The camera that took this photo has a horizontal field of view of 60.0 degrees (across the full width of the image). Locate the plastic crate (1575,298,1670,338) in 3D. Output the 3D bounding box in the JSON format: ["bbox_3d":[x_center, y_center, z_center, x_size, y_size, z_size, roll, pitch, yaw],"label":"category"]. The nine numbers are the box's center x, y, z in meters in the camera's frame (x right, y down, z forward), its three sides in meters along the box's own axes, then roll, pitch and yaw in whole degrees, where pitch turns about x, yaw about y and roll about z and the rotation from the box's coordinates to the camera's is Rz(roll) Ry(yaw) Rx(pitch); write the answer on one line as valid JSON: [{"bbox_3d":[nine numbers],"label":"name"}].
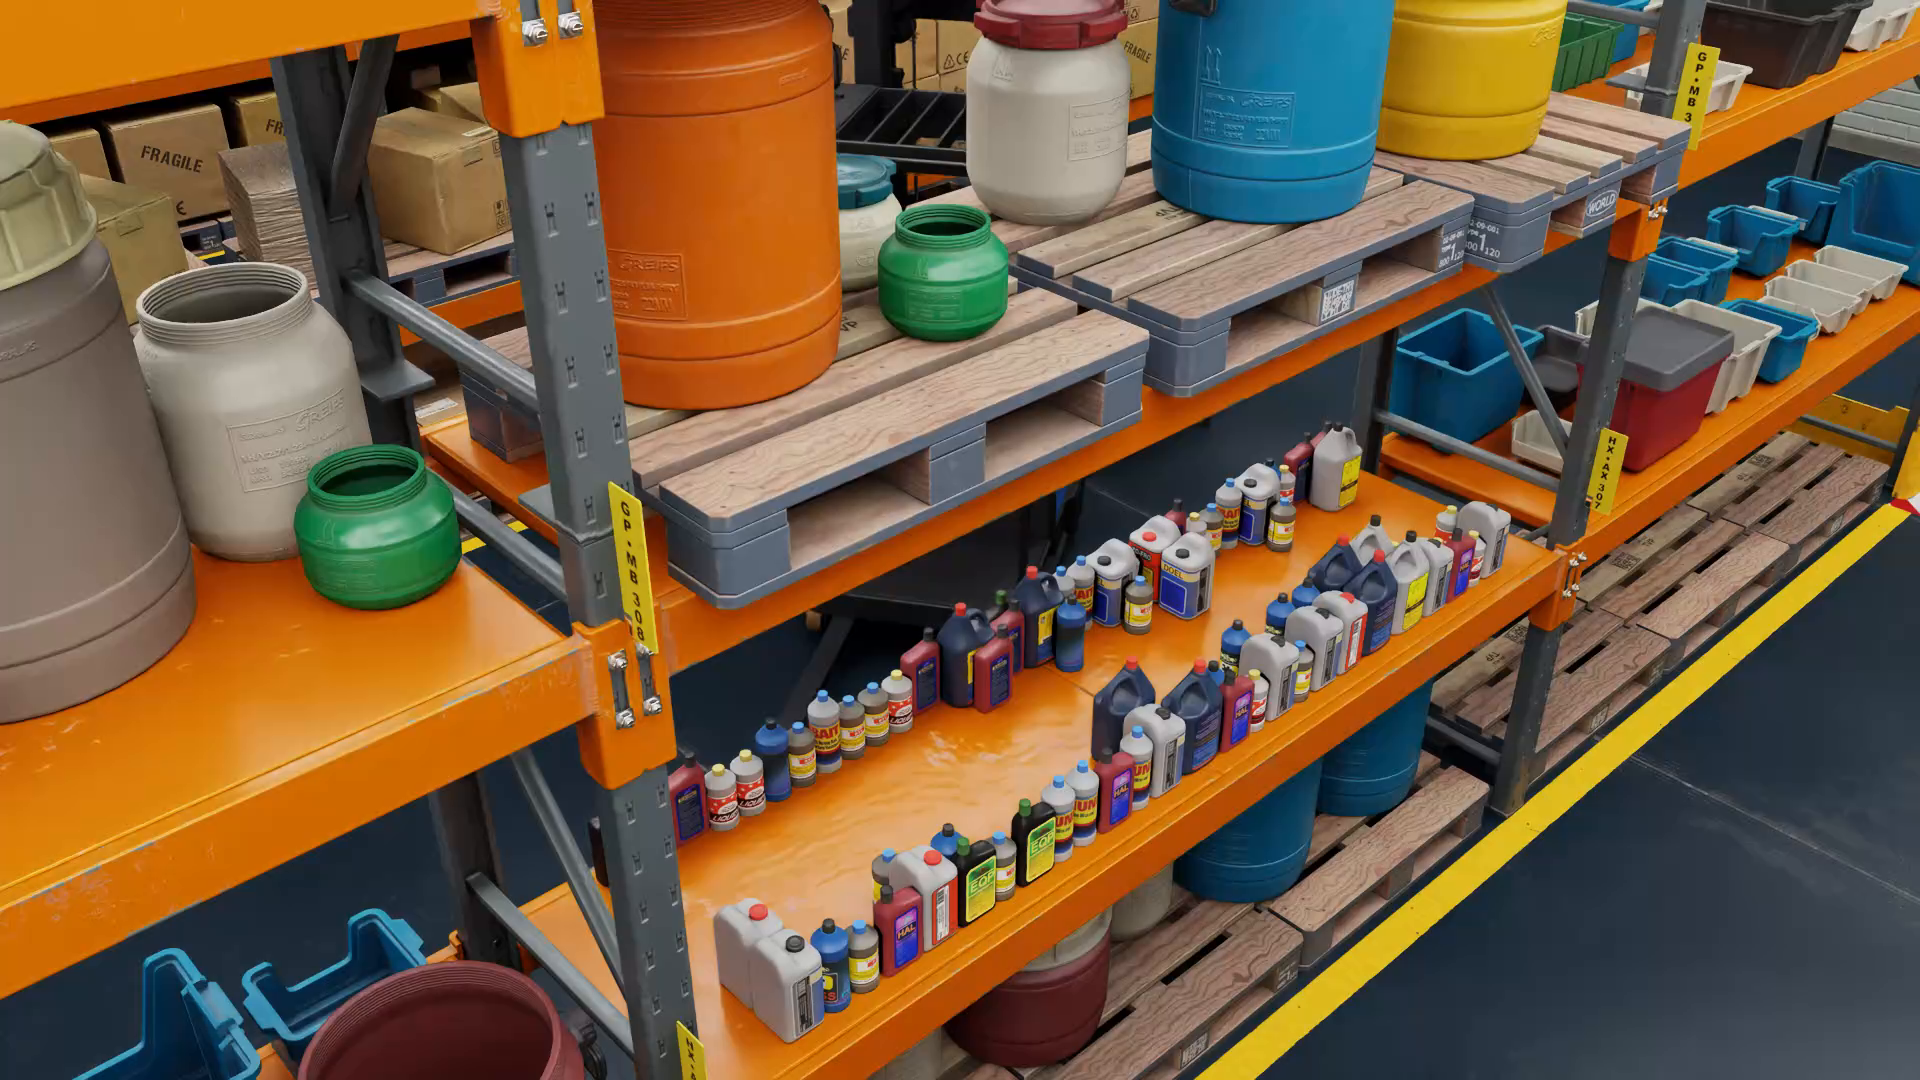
[{"bbox_3d":[3.035,-0.984,7.679,0.466,0.136,0.293,-26,40,-35],"label":"plastic crate"}]

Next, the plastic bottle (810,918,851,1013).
[{"bbox_3d":[-0.330,1.075,4.240,0.097,0.271,0.097,0,31,0],"label":"plastic bottle"}]

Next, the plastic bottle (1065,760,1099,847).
[{"bbox_3d":[0.348,0.747,4.776,0.097,0.271,0.097,0,31,0],"label":"plastic bottle"}]

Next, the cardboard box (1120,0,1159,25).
[{"bbox_3d":[1.021,-3.680,10.839,0.500,0.500,0.500,-25,39,-34],"label":"cardboard box"}]

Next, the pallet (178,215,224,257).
[{"bbox_3d":[-6.183,-2.201,12.147,1.213,0.211,1.003,-26,40,-35],"label":"pallet"}]

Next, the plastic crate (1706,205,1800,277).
[{"bbox_3d":[4.008,-1.516,8.457,0.300,0.233,0.416,-26,40,-35],"label":"plastic crate"}]

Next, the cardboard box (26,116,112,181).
[{"bbox_3d":[-6.431,-2.490,11.605,0.750,0.750,0.750,-26,40,-36],"label":"cardboard box"}]

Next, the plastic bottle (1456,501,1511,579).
[{"bbox_3d":[1.893,-0.022,6.030,0.135,0.276,0.152,-26,40,-35],"label":"plastic bottle"}]

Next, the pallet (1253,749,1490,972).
[{"bbox_3d":[1.368,1.109,6.734,1.213,0.211,1.003,-26,40,-35],"label":"pallet"}]

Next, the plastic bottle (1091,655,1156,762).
[{"bbox_3d":[0.501,0.514,5.081,0.185,0.351,0.144,-26,40,-35],"label":"plastic bottle"}]

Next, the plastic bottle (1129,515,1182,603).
[{"bbox_3d":[0.685,0.061,5.893,0.135,0.276,0.152,-26,40,-35],"label":"plastic bottle"}]

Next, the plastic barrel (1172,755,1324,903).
[{"bbox_3d":[1.033,0.815,6.150,0.708,0.901,0.600,-26,40,-35],"label":"plastic barrel"}]

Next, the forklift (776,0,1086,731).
[{"bbox_3d":[-0.131,-0.901,7.413,1.130,2.935,3.031,7,32,11],"label":"forklift"}]

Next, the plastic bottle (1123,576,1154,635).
[{"bbox_3d":[0.614,0.217,5.711,0.097,0.201,0.097,0,31,0],"label":"plastic bottle"}]

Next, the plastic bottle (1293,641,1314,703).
[{"bbox_3d":[1.091,0.418,5.382,0.097,0.201,0.097,0,31,0],"label":"plastic bottle"}]

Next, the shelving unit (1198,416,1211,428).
[{"bbox_3d":[0.901,-1.285,9.414,1.048,1.500,0.538,-17,35,-25],"label":"shelving unit"}]

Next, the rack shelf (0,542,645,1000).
[{"bbox_3d":[-2.437,0.817,2.353,4.000,0.370,1.077,-26,40,-35],"label":"rack shelf"}]

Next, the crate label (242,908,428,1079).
[{"bbox_3d":[-1.534,1.158,4.142,0.416,0.233,0.303,-26,40,-35],"label":"crate label"}]

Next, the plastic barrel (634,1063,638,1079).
[{"bbox_3d":[-0.623,1.647,4.859,0.708,0.830,0.600,-26,40,-35],"label":"plastic barrel"}]

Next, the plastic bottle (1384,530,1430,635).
[{"bbox_3d":[1.511,0.134,5.703,0.185,0.351,0.144,-26,40,-35],"label":"plastic bottle"}]

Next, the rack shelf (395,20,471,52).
[{"bbox_3d":[-3.307,-4.531,13.974,4.000,0.370,1.077,-26,40,-35],"label":"rack shelf"}]

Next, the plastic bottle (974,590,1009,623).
[{"bbox_3d":[0.107,0.305,5.487,0.133,0.283,0.061,-26,40,-35],"label":"plastic bottle"}]

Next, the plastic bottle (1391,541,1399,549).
[{"bbox_3d":[1.527,0.098,5.904,0.097,0.201,0.097,0,31,0],"label":"plastic bottle"}]

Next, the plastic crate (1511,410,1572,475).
[{"bbox_3d":[2.401,-0.362,6.662,0.243,0.136,0.396,-26,40,-35],"label":"plastic crate"}]

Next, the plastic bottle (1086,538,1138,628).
[{"bbox_3d":[0.515,0.144,5.759,0.135,0.276,0.152,-26,40,-35],"label":"plastic bottle"}]

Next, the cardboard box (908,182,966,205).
[{"bbox_3d":[-0.028,-2.026,11.158,0.637,0.503,0.797,-26,40,-35],"label":"cardboard box"}]

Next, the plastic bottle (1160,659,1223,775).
[{"bbox_3d":[0.703,0.525,5.064,0.185,0.351,0.144,-26,40,-35],"label":"plastic bottle"}]

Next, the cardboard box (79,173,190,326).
[{"bbox_3d":[-3.951,-1.304,7.509,0.700,0.500,0.500,15,35,23],"label":"cardboard box"}]

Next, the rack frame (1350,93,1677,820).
[{"bbox_3d":[1.963,-0.338,6.428,0.127,3.000,1.000,-26,40,-35],"label":"rack frame"}]

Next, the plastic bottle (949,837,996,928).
[{"bbox_3d":[0.035,0.906,4.505,0.133,0.283,0.061,-26,40,-35],"label":"plastic bottle"}]

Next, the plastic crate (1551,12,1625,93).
[{"bbox_3d":[2.068,-1.794,6.136,0.662,0.188,0.450,-26,40,-35],"label":"plastic crate"}]

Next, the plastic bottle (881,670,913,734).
[{"bbox_3d":[-0.198,0.501,5.246,0.097,0.201,0.097,0,31,0],"label":"plastic bottle"}]

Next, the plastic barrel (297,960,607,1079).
[{"bbox_3d":[-1.105,1.303,3.614,0.708,0.536,0.600,-26,40,-35],"label":"plastic barrel"}]

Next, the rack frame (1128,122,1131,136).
[{"bbox_3d":[1.530,-3.653,11.849,0.127,3.000,1.000,-26,40,-35],"label":"rack frame"}]

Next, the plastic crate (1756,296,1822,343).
[{"bbox_3d":[3.806,-0.994,7.696,0.250,0.136,0.298,-26,40,-35],"label":"plastic crate"}]

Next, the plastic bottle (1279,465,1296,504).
[{"bbox_3d":[1.234,-0.192,6.378,0.097,0.201,0.097,0,31,0],"label":"plastic bottle"}]

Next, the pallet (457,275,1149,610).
[{"bbox_3d":[-0.343,-0.353,3.757,1.213,0.211,1.003,-26,40,-35],"label":"pallet"}]

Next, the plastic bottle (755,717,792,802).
[{"bbox_3d":[-0.555,0.644,4.945,0.097,0.271,0.097,0,31,0],"label":"plastic bottle"}]

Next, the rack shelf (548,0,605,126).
[{"bbox_3d":[0.496,-1.711,3.995,4.000,0.370,1.077,-26,40,-35],"label":"rack shelf"}]

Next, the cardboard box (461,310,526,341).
[{"bbox_3d":[-2.656,-1.243,9.162,0.500,0.250,0.500,-26,40,-35],"label":"cardboard box"}]

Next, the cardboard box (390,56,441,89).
[{"bbox_3d":[-4.397,-3.768,13.409,0.250,0.149,0.380,-26,40,-36],"label":"cardboard box"}]

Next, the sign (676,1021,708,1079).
[{"bbox_3d":[-0.591,1.219,3.725,0.005,0.325,0.100,-26,40,-35],"label":"sign"}]

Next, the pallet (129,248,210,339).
[{"bbox_3d":[-3.886,-1.001,7.696,1.003,0.211,1.213,-26,40,-35],"label":"pallet"}]

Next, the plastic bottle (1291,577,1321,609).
[{"bbox_3d":[1.157,0.247,5.594,0.097,0.271,0.097,0,31,0],"label":"plastic bottle"}]

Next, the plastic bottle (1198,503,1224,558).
[{"bbox_3d":[0.921,-0.040,6.131,0.097,0.201,0.097,0,31,0],"label":"plastic bottle"}]

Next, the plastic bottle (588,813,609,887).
[{"bbox_3d":[-0.964,0.824,4.640,0.133,0.283,0.061,-26,40,-35],"label":"plastic bottle"}]

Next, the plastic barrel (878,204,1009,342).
[{"bbox_3d":[-0.037,-0.600,3.727,0.294,0.245,0.294,0,31,0],"label":"plastic barrel"}]
